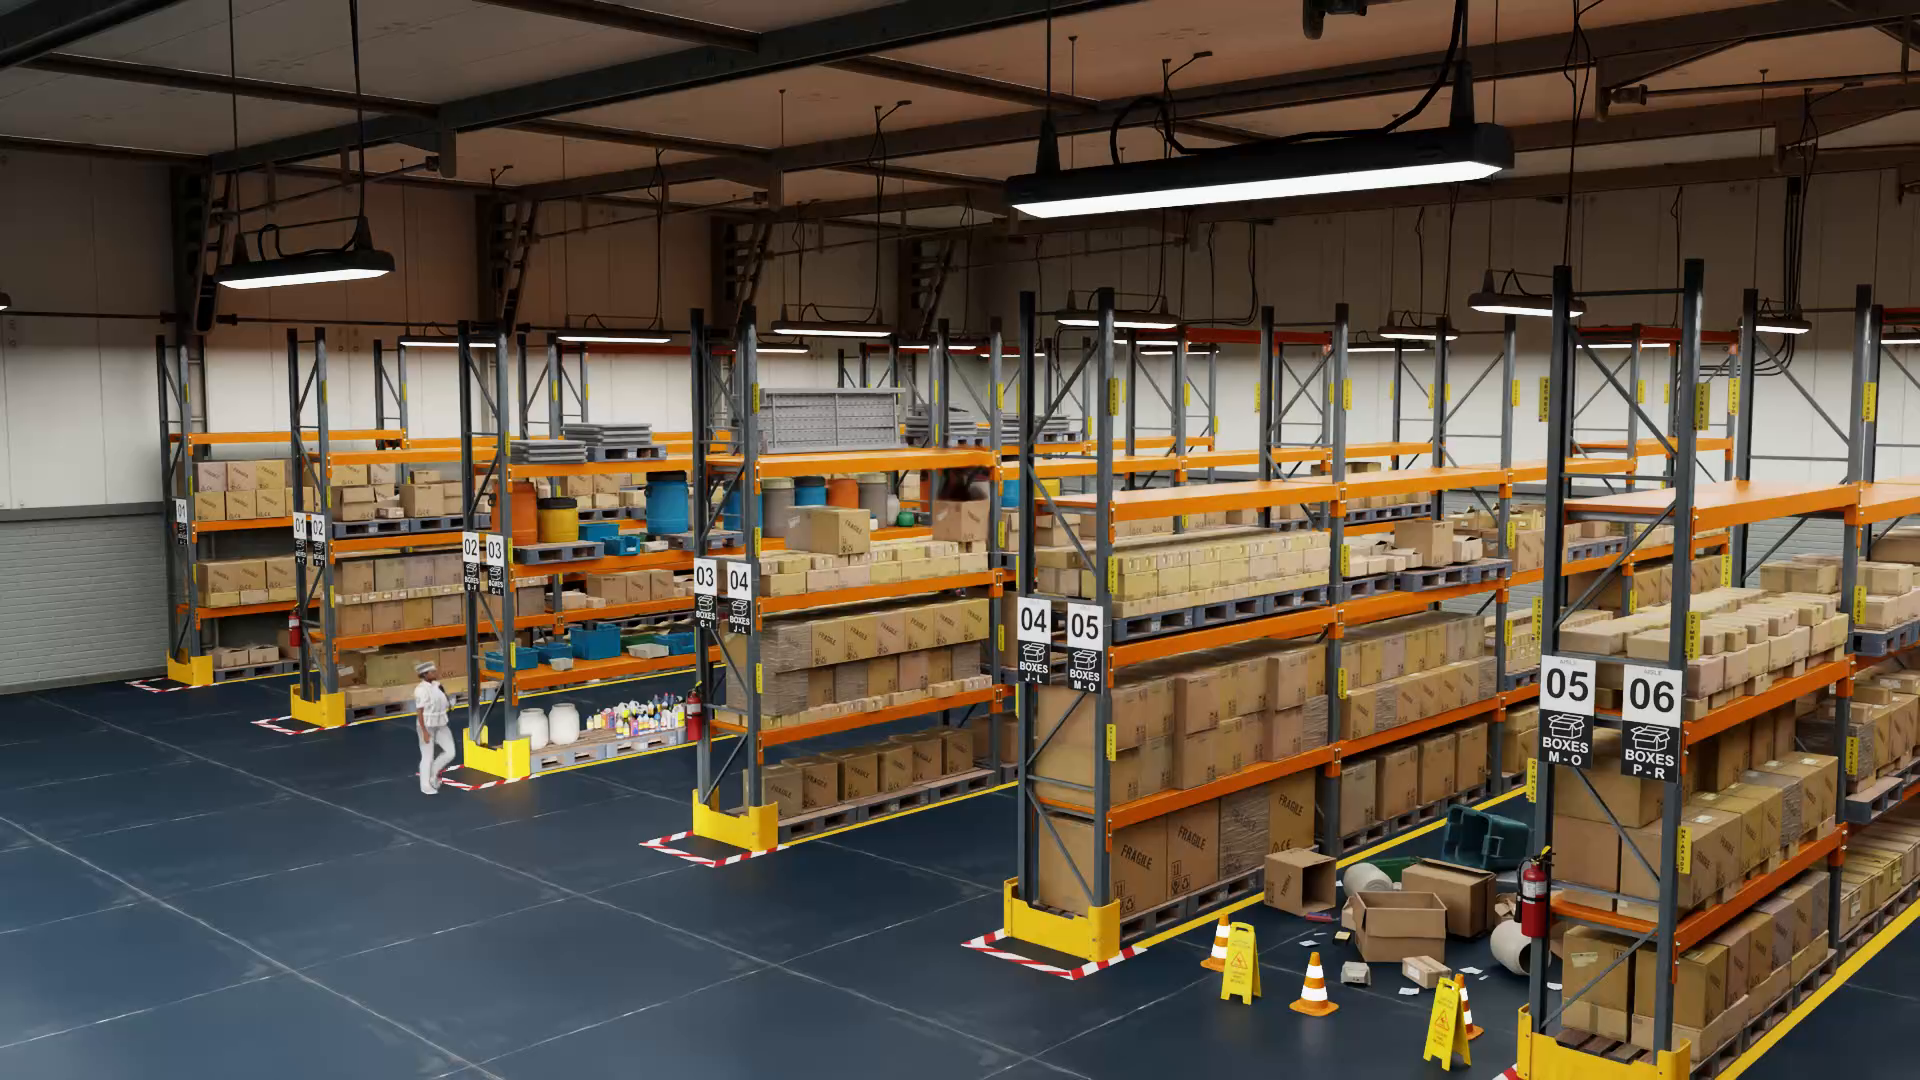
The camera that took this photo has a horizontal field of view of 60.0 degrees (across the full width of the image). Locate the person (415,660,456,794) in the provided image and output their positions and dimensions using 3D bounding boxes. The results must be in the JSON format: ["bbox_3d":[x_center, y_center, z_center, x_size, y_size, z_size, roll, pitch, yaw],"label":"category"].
[{"bbox_3d":[-6.626,2.347,20.904,0.442,1.679,0.439,5,7,41],"label":"person"}]

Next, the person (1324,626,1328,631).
[{"bbox_3d":[5.551,2.042,24.983,0.900,1.547,0.423,-5,8,-45],"label":"person"}]
